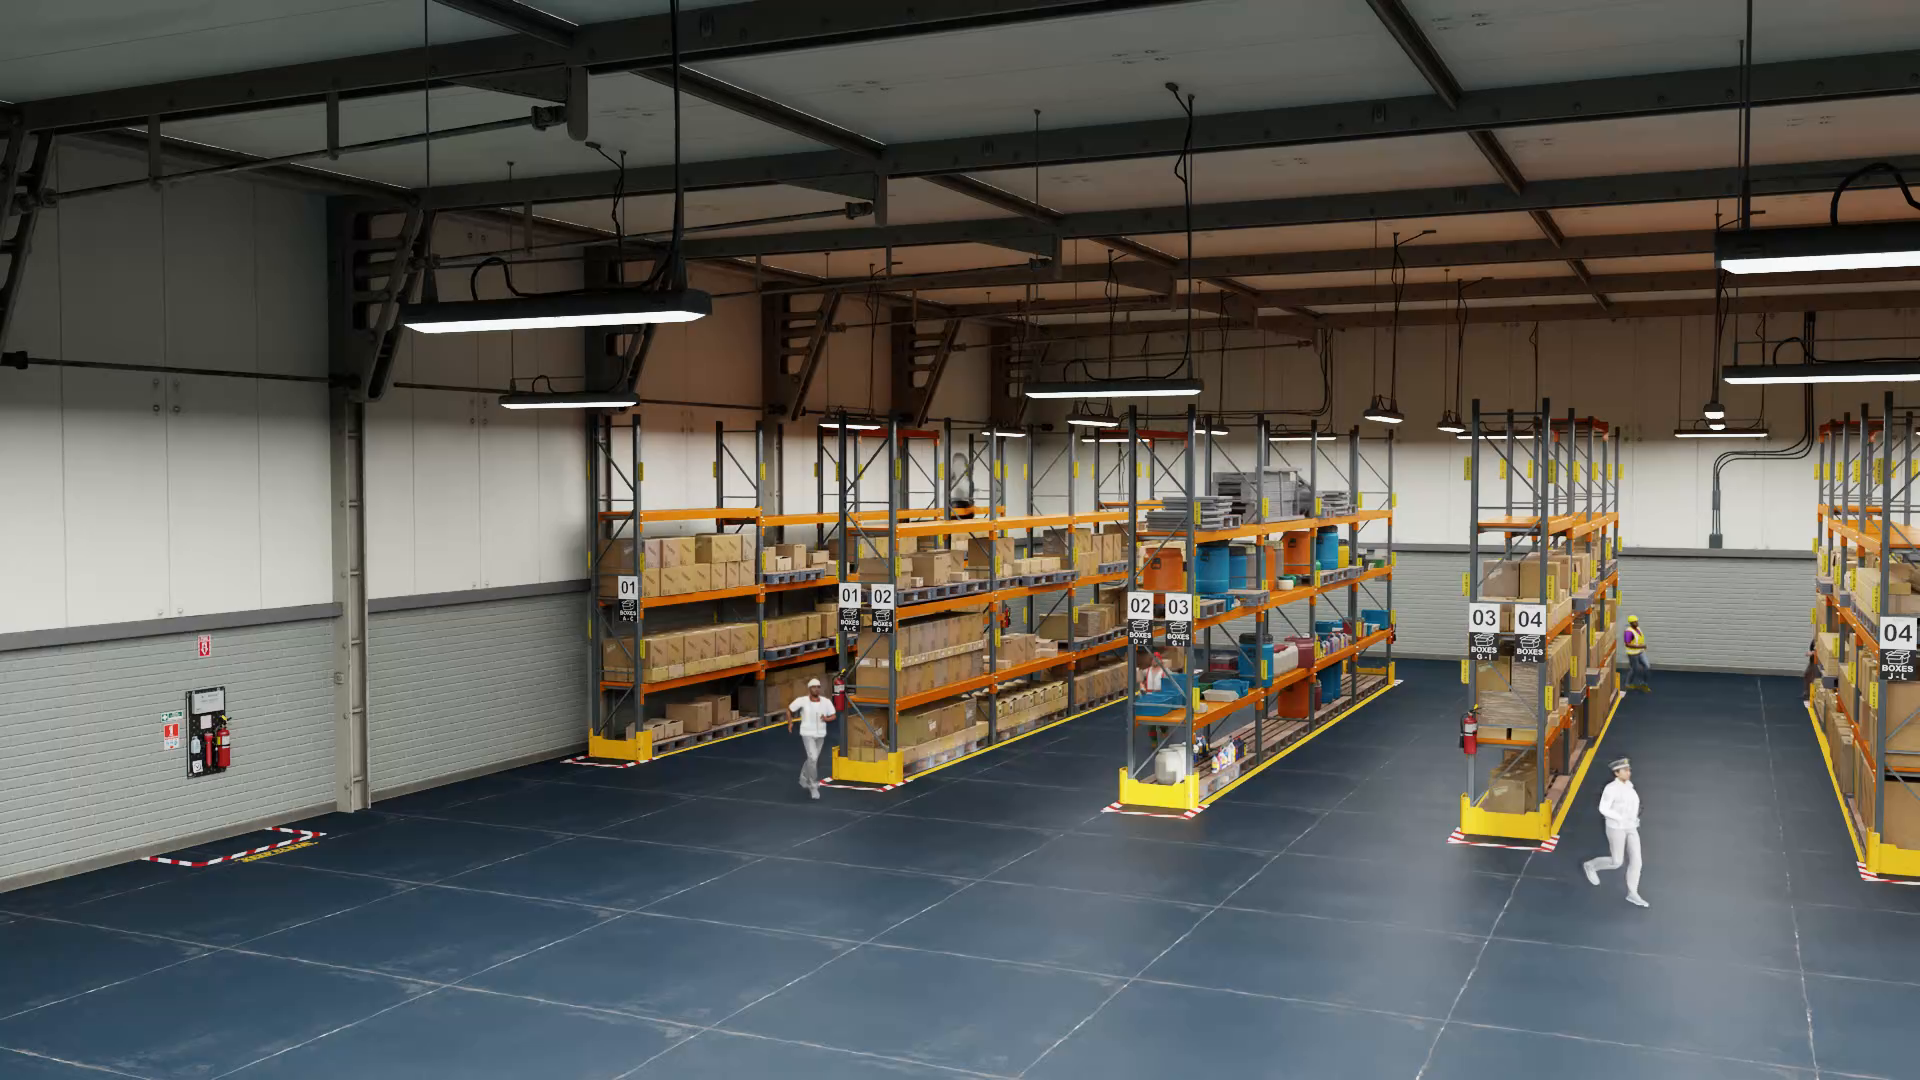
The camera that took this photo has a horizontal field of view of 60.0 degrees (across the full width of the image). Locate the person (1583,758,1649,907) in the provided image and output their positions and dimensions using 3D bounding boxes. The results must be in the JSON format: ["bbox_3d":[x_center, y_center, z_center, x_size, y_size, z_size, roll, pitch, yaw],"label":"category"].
[{"bbox_3d":[7.691,3.372,19.419,0.624,1.684,0.840,-1,3,-29],"label":"person"}]

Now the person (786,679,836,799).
[{"bbox_3d":[-2.276,3.066,25.788,0.743,1.828,0.801,-2,3,-34],"label":"person"}]

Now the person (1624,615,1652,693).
[{"bbox_3d":[15.290,2.596,37.690,0.693,1.788,0.684,-1,3,-27],"label":"person"}]

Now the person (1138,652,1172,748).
[{"bbox_3d":[3.534,2.895,30.038,0.652,1.738,0.615,1,3,24],"label":"person"}]

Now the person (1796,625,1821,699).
[{"bbox_3d":[18.736,2.675,36.285,0.844,1.703,0.694,1,3,23],"label":"person"}]
